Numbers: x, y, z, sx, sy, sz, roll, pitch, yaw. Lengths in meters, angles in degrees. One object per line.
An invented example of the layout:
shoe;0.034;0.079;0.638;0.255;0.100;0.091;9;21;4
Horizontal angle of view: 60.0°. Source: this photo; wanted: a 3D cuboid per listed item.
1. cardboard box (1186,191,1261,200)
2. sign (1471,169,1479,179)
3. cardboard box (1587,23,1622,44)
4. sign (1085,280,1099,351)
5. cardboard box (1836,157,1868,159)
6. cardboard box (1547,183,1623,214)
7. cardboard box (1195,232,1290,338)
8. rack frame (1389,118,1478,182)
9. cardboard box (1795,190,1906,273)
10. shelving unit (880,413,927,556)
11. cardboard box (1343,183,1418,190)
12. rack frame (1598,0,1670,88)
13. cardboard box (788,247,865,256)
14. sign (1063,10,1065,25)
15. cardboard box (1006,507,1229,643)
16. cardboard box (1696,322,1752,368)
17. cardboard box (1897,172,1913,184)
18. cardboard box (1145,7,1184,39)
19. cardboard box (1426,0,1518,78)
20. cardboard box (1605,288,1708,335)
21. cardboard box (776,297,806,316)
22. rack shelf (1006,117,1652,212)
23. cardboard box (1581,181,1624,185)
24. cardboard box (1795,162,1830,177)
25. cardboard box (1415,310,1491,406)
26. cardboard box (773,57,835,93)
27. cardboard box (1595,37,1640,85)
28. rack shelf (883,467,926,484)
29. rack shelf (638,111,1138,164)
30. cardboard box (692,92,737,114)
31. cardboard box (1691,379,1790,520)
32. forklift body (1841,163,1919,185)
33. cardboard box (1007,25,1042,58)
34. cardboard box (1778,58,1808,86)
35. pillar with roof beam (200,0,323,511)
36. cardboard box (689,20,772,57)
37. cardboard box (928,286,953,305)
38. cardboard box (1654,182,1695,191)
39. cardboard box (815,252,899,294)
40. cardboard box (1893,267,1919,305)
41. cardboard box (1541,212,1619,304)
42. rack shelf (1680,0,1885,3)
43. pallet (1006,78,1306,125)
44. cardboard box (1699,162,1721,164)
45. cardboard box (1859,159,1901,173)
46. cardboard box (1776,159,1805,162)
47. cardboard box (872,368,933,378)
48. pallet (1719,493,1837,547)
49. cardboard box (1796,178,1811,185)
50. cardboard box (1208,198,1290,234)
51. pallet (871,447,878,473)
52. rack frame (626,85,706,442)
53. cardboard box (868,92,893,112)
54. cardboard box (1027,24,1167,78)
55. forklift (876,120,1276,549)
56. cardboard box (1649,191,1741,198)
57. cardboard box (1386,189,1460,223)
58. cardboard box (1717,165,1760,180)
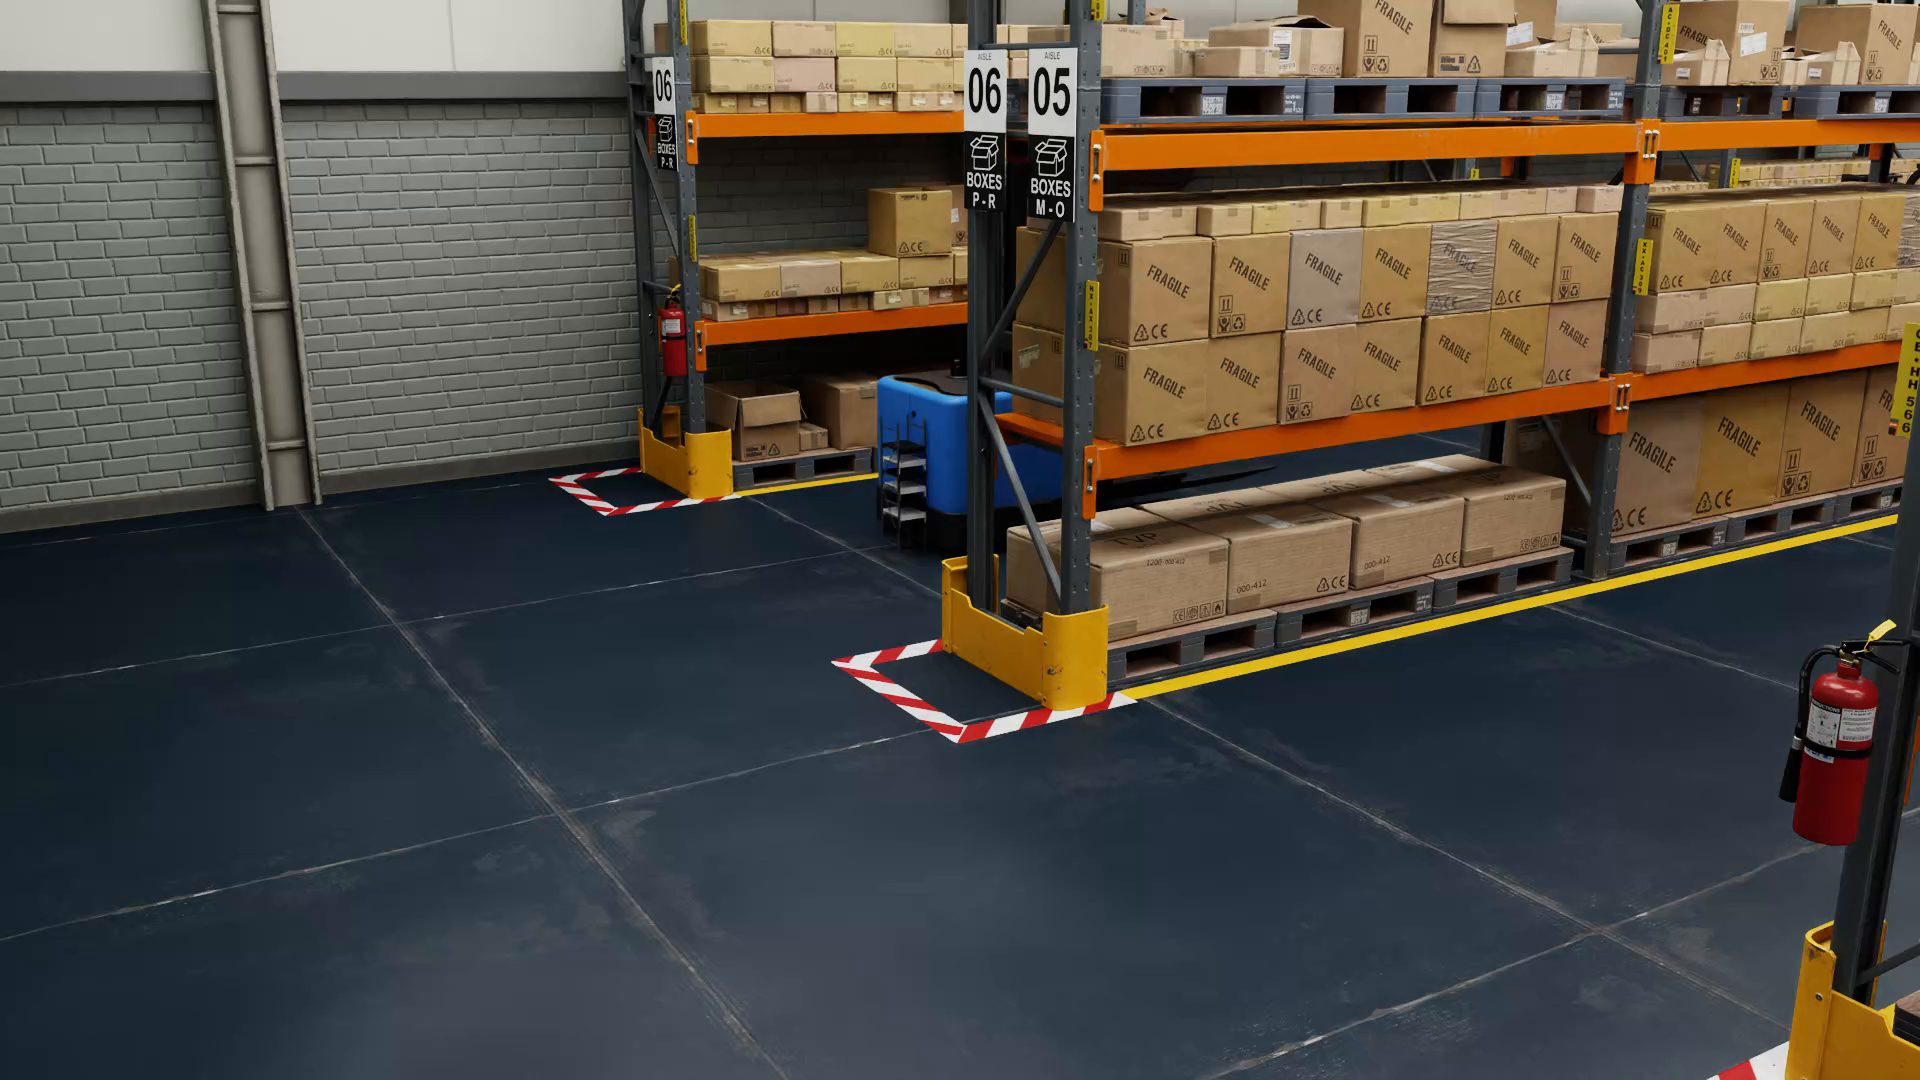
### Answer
cardboard box;1.431;-1.820;9.106;0.250;0.149;0.380;-9;18;-30
sign;4.931;-3.395;15.967;0.005;0.325;0.100;-9;18;-30
cardboard box;6.262;-4.929;16.730;0.500;0.500;0.500;-9;18;-28
sign;0.626;-1.066;7.905;0.005;0.325;0.100;-9;18;-30
cardboard box;10.843;-4.596;20.311;0.250;0.149;0.380;-9;18;-28
cardboard box;3.674;-2.022;9.826;0.250;0.149;0.380;-10;18;-31
cardboard box;1.343;-1.344;8.610;0.500;0.500;0.500;-10;18;-31
rack frame;4.643;-3.000;16.556;0.127;3.000;1.000;-9;18;-30
cardboard box;6.030;-2.109;11.338;0.500;0.500;0.500;-9;18;-30
shelving unit;-0.376;-0.369;11.059;0.210;0.900;0.258;-10;18;-31
cardboard box;2.474;-2.019;9.817;0.250;0.149;0.380;-10;18;-31
rack frame;3.774;-4.185;9.668;0.127;3.000;1.000;-9;18;-30
cardboard box;-1.087;-2.224;13.512;0.500;0.250;0.500;-9;18;-28
sign;0.926;-4.455;14.501;0.005;0.325;0.100;-9;18;-30
cardboard box;0.860;0.176;9.193;0.875;0.438;0.875;-10;18;-32
cardboard box;4.730;-1.297;10.756;0.500;0.250;0.500;-10;18;-31
cardboard box;11.144;-4.317;19.868;0.250;0.149;0.380;-9;18;-29
cardboard box;1.652;-4.322;13.896;0.258;0.266;0.396;-9;18;-30
cardboard box;2.635;-2.846;9.293;0.637;0.503;0.797;-8;17;-25
cardboard box;4.296;-1.461;10.416;0.500;0.250;0.500;-10;18;-31
cardboard box;-1.390;-1.840;12.883;0.250;0.149;0.380;-9;18;-30
rack shelf;2.060;-2.116;9.178;4.000;0.370;1.077;-9;18;-30
cardboard box;6.980;-3.818;18.084;0.250;0.149;0.380;-9;18;-30
cardboard box;9.766;-4.272;19.154;0.250;0.149;0.380;-9;18;-29
cardboard box;2.647;-1.075;9.502;0.500;0.500;0.500;-10;18;-31
cardboard box;-1.268;-3.478;12.428;0.500;0.250;0.500;-9;18;-29
cardboard box;4.421;-3.071;10.638;0.500;0.311;0.500;-9;18;-30
rack shelf;-0.376;-0.424;11.044;0.200;0.077;0.258;-10;18;-31
rack shelf;-0.500;-3.264;13.273;4.000;0.370;1.077;-9;18;-30
cardboard box;-1.821;-3.202;12.184;0.250;0.149;0.380;-9;18;-29
cardboard box;5.035;-0.708;11.535;0.875;0.875;0.875;-9;18;-28
forklift body;10.815;-3.018;18.191;1.214;2.155;2.313;-9;18;-30
cardboard box;0.475;-4.002;13.372;0.500;0.250;0.500;-10;18;-31
cardboard box;5.039;-2.925;10.386;0.250;0.166;0.380;-11;19;-33
pillar with roof beam;-2.773;-3.615;7.633;0.400;9.000;9.100;-9;18;-30
cardboard box;-1.705;-3.648;12.109;0.500;0.250;0.500;-9;18;-30
cardboard box;-0.261;-2.010;13.489;0.250;0.149;0.380;-9;18;-30
cardboard box;7.682;-3.778;17.943;0.250;0.149;0.380;-10;18;-31
cardboard box;-0.822;-2.101;13.076;0.500;0.250;0.500;-10;18;-31
cardboard box;6.481;-1.823;11.706;0.500;0.250;0.500;-10;18;-31
cardboard box;3.512;-1.697;9.867;0.500;0.500;0.500;-9;18;-30
rack shelf;9.786;-6.184;18.873;4.000;0.370;1.077;-9;18;-30
pallet;0.976;-2.248;8.477;1.213;0.211;1.003;-9;18;-30
cardboard box;8.647;-4.240;19.039;0.250;0.149;0.380;-9;18;-30
cardboard box;10.896;-4.433;19.730;0.250;0.149;0.380;-9;18;-28
cardboard box;9.762;-4.410;19.648;0.250;0.149;0.380;-9;18;-29
cardboard box;-0.384;-1.110;13.666;0.500;0.500;0.500;-9;18;-29
pallet;5.444;-0.249;11.907;1.213;0.211;1.003;-9;18;-30
cardboard box;9.386;-4.033;18.851;0.250;0.149;0.380;-9;18;-30
cardboard box;1.478;-1.671;8.574;0.250;0.149;0.380;-10;18;-32
pallet;-0.422;-0.836;14.000;1.213;0.211;1.003;-9;18;-30
rack frame;-2.214;-1.888;12.589;0.127;3.000;1.000;-9;18;-30
cardboard box;-0.714;-3.374;12.797;0.250;0.149;0.380;-9;18;-30
cardboard box;0.685;-2.446;8.336;0.500;0.250;0.500;-11;19;-35
forklift;0.934;-1.608;11.715;3.031;2.935;1.130;-10;18;-31
cardboard box;4.912;-2.086;11.256;0.500;0.500;0.500;-9;18;-28
cardboard box;2.546;-1.859;9.244;0.250;0.149;0.380;-10;18;-31
cardboard box;8.667;-4.097;18.530;0.250;0.149;0.380;-9;18;-29
